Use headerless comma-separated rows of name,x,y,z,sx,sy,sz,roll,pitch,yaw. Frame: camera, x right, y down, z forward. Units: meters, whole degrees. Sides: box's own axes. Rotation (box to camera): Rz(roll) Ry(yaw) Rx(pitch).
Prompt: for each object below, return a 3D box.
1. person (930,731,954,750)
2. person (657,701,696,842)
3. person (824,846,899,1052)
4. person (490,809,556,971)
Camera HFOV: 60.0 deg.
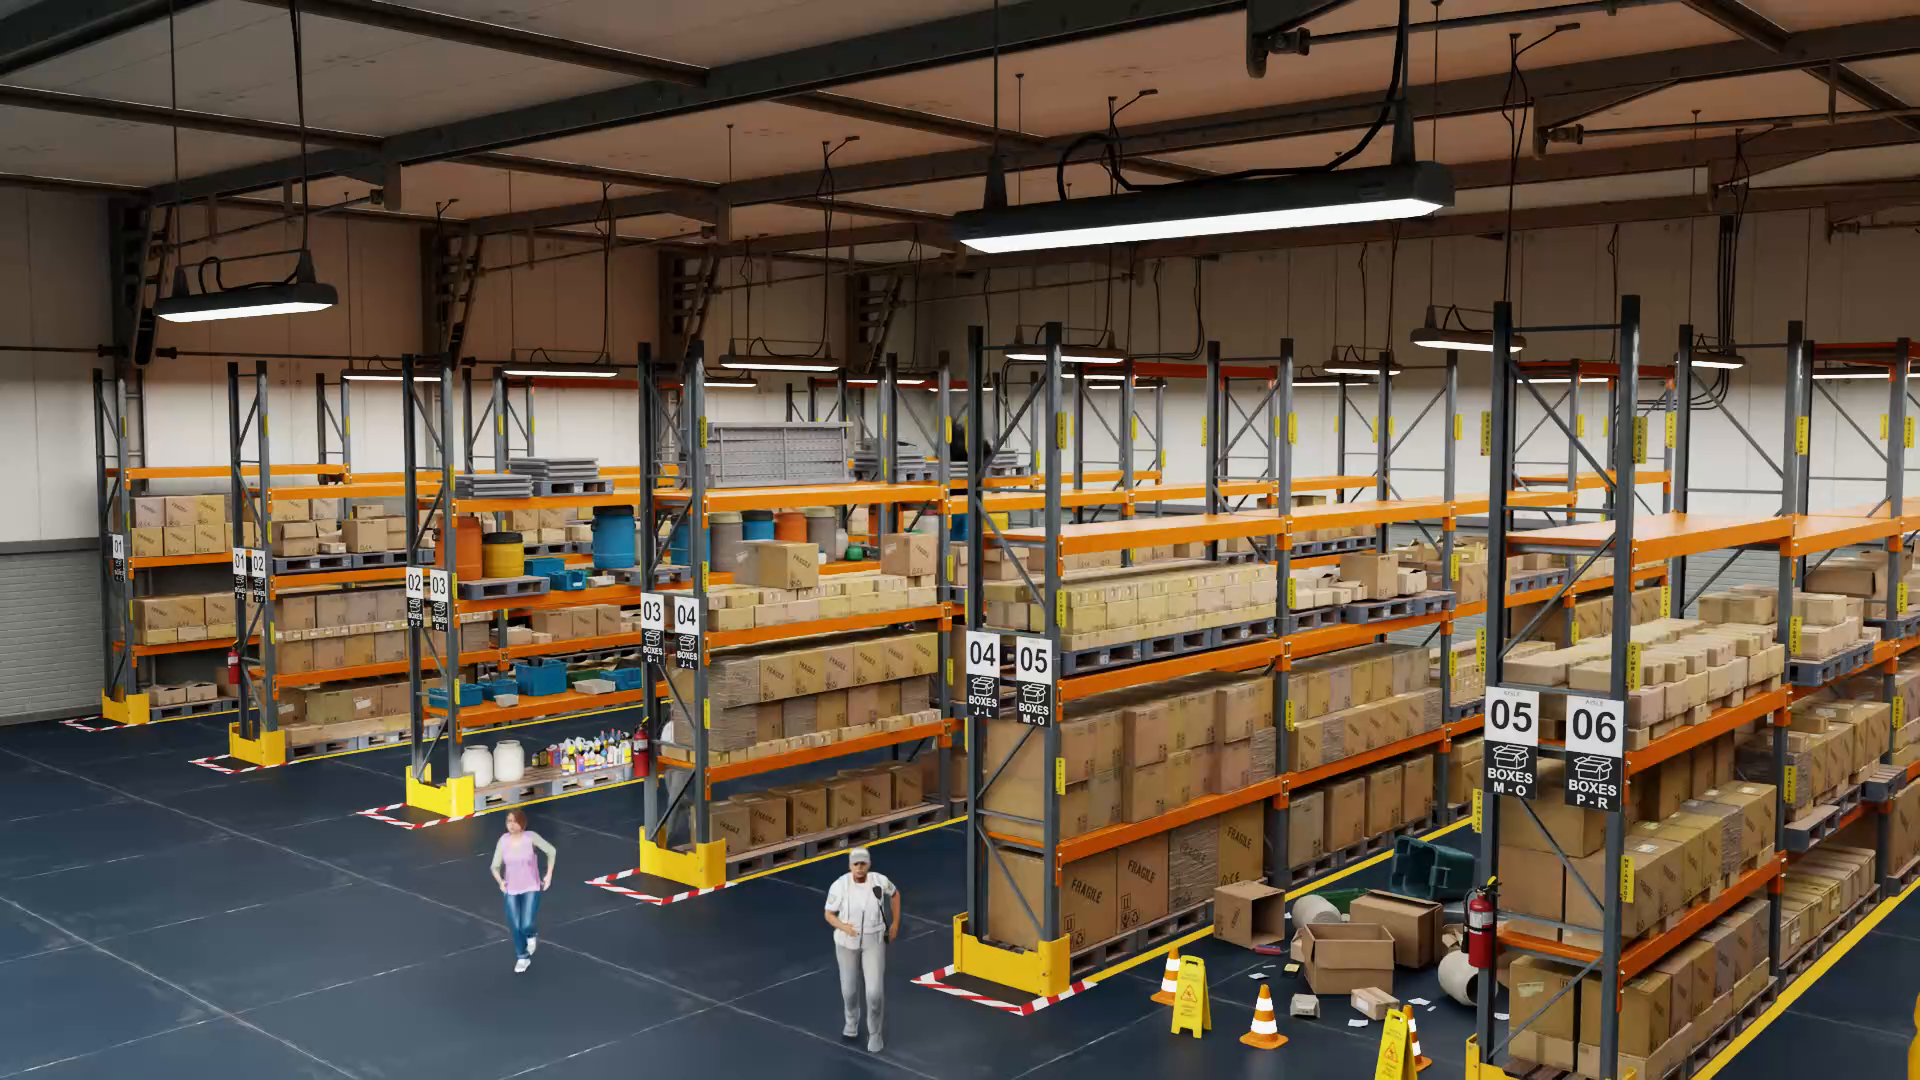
person,-0.279,2.462,25.204,0.616,1.669,0.890,2,5,30
person,-3.456,2.805,20.370,0.579,1.699,0.923,3,5,34
person,-0.798,3.357,13.631,0.621,1.725,0.710,0,4,-4
person,-4.054,3.259,15.380,0.563,1.554,0.603,0,4,-1
